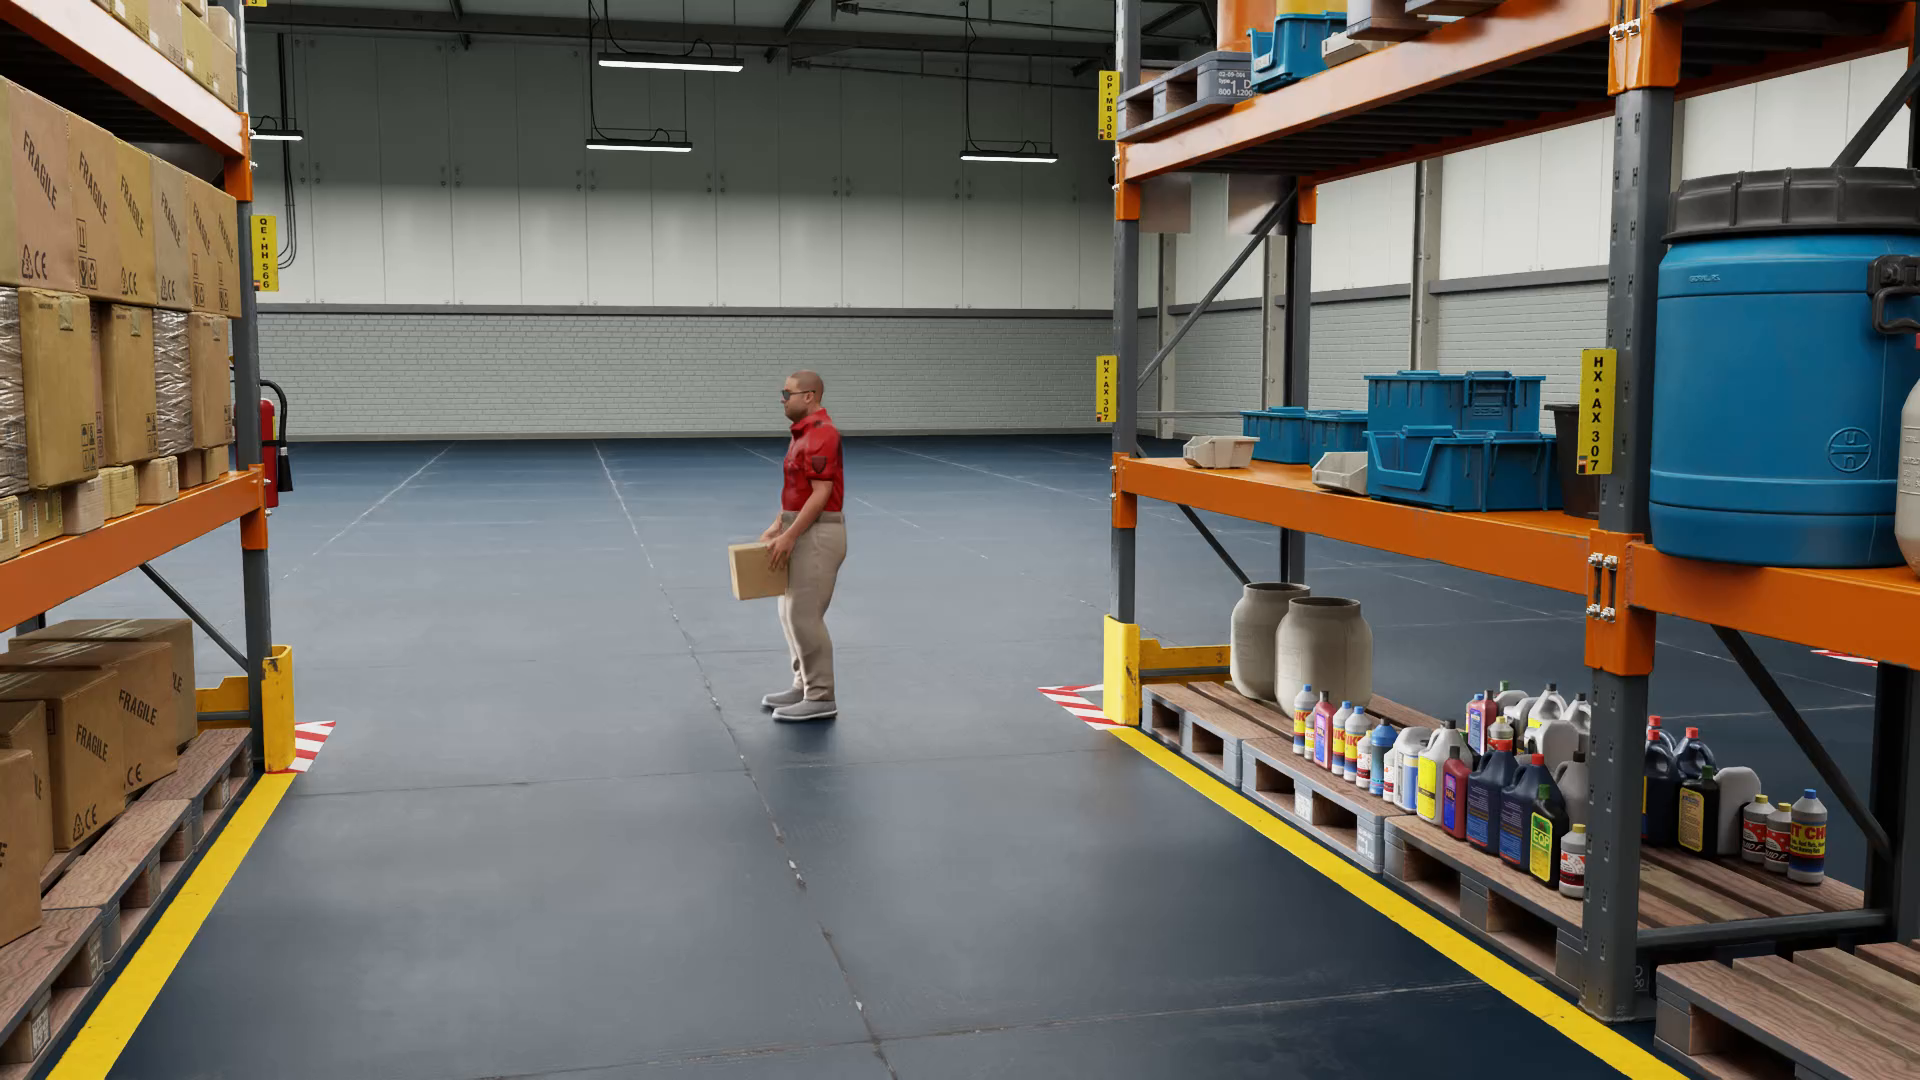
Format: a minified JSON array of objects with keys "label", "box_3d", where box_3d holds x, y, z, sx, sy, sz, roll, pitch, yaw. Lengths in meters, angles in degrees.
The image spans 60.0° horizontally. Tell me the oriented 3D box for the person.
[{"label":"person","box_3d":[-0.786,0.016,8.335,0.418,1.733,0.543,-2,6,-15]}]
